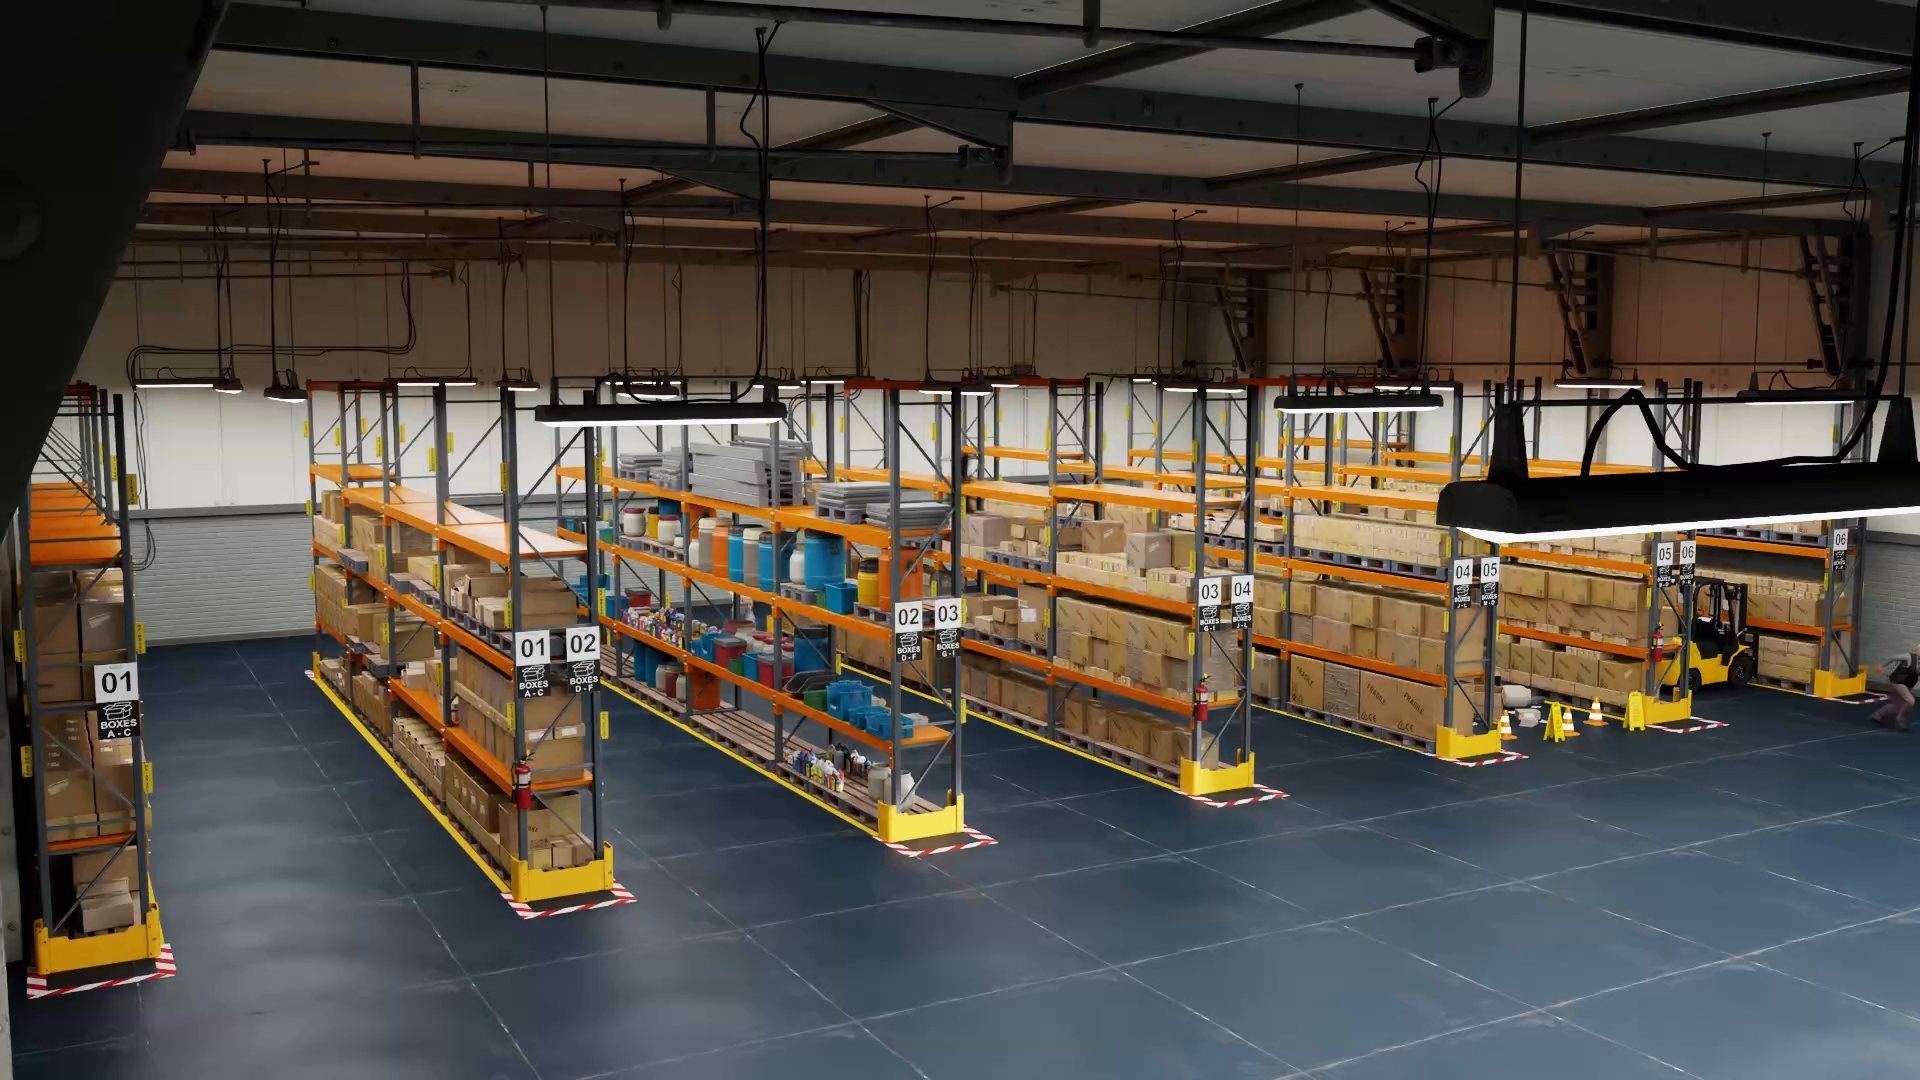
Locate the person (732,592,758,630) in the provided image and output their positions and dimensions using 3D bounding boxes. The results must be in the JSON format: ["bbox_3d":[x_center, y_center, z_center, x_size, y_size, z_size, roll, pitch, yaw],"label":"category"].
[{"bbox_3d":[-4.789,1.584,36.726,0.603,1.705,0.930,-4,7,-33],"label":"person"}]

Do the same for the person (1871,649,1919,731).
[{"bbox_3d":[16.304,2.514,28.647,0.615,1.496,1.107,-2,7,-22],"label":"person"}]
